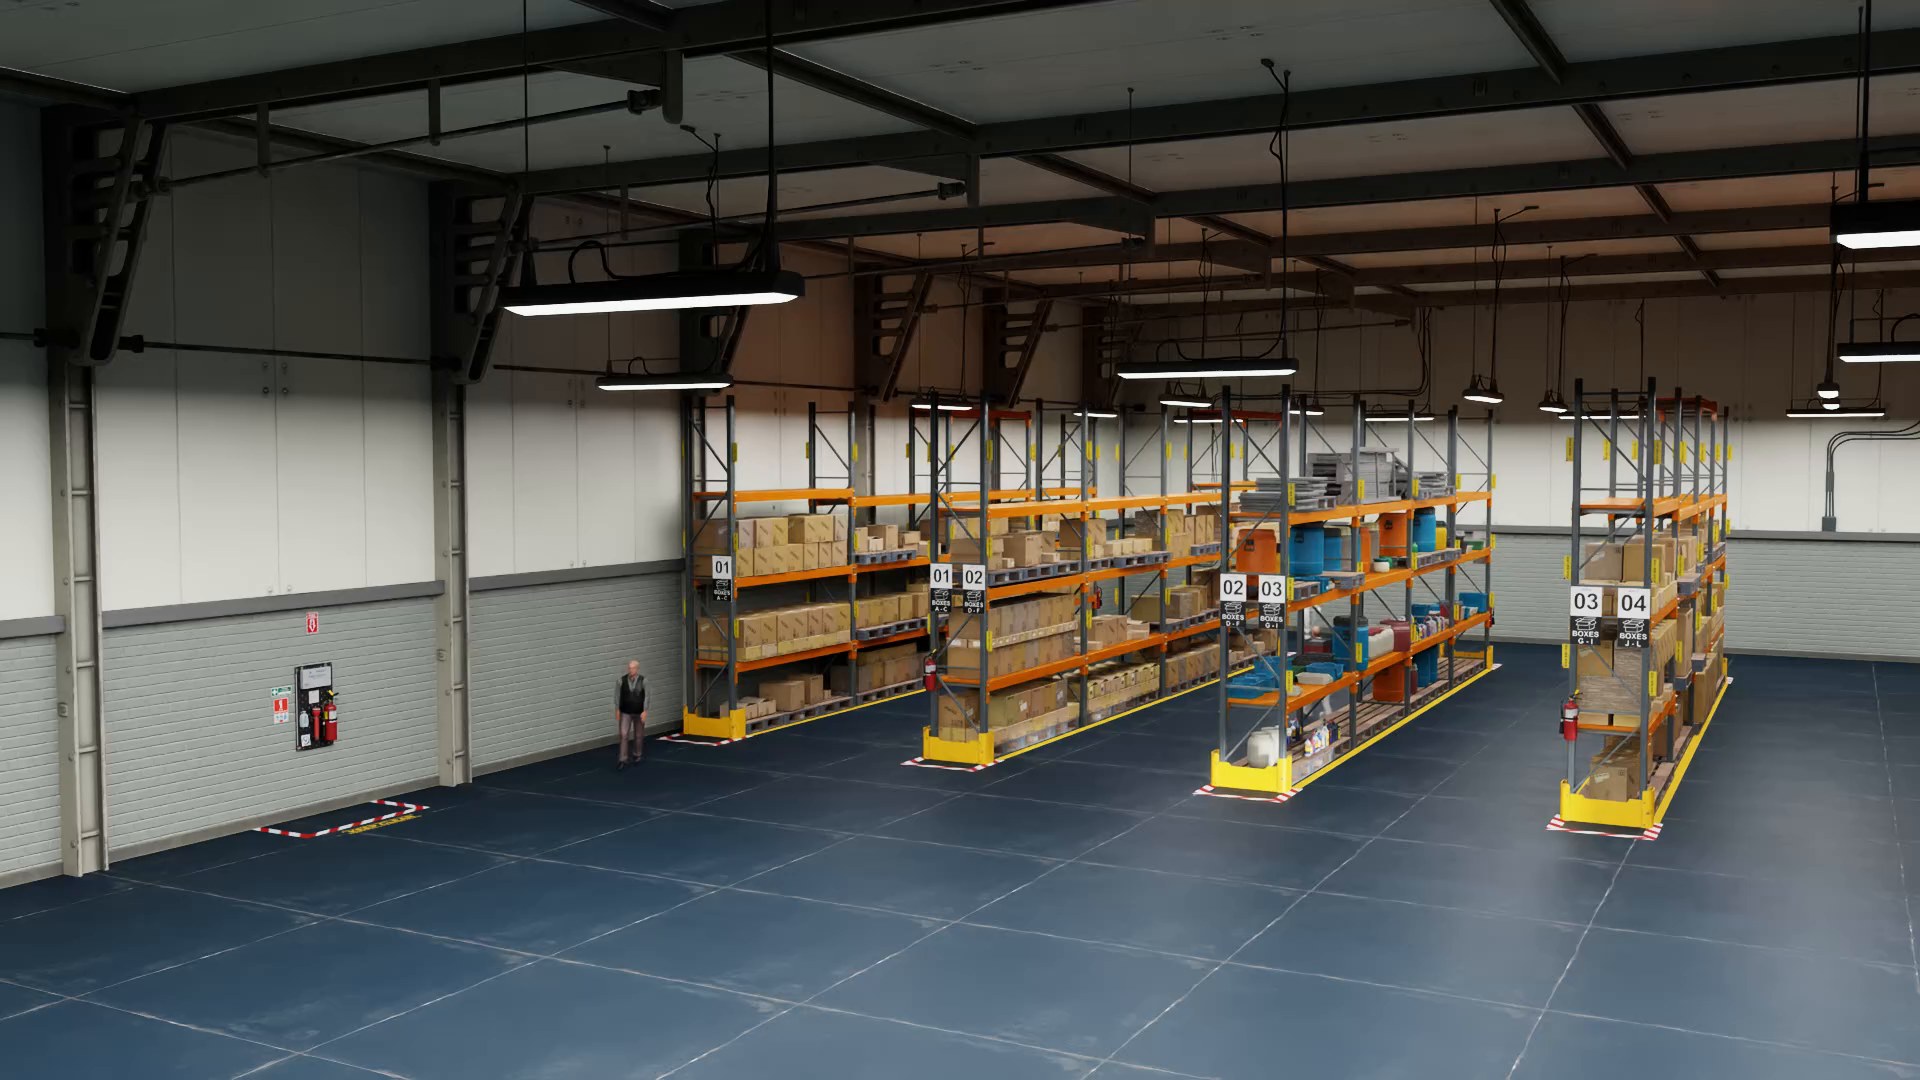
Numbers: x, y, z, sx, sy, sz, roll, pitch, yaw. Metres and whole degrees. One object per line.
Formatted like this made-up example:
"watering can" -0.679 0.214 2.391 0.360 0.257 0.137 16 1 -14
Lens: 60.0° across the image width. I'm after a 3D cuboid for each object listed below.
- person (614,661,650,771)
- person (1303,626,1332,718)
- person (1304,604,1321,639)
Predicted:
"person" -5.200 2.747 26.381 0.566 1.672 0.940 -1 3 -13
"person" 6.760 2.490 31.311 0.562 1.735 1.112 0 3 -7
"person" 9.217 1.817 43.707 0.546 1.769 0.959 0 3 -1
